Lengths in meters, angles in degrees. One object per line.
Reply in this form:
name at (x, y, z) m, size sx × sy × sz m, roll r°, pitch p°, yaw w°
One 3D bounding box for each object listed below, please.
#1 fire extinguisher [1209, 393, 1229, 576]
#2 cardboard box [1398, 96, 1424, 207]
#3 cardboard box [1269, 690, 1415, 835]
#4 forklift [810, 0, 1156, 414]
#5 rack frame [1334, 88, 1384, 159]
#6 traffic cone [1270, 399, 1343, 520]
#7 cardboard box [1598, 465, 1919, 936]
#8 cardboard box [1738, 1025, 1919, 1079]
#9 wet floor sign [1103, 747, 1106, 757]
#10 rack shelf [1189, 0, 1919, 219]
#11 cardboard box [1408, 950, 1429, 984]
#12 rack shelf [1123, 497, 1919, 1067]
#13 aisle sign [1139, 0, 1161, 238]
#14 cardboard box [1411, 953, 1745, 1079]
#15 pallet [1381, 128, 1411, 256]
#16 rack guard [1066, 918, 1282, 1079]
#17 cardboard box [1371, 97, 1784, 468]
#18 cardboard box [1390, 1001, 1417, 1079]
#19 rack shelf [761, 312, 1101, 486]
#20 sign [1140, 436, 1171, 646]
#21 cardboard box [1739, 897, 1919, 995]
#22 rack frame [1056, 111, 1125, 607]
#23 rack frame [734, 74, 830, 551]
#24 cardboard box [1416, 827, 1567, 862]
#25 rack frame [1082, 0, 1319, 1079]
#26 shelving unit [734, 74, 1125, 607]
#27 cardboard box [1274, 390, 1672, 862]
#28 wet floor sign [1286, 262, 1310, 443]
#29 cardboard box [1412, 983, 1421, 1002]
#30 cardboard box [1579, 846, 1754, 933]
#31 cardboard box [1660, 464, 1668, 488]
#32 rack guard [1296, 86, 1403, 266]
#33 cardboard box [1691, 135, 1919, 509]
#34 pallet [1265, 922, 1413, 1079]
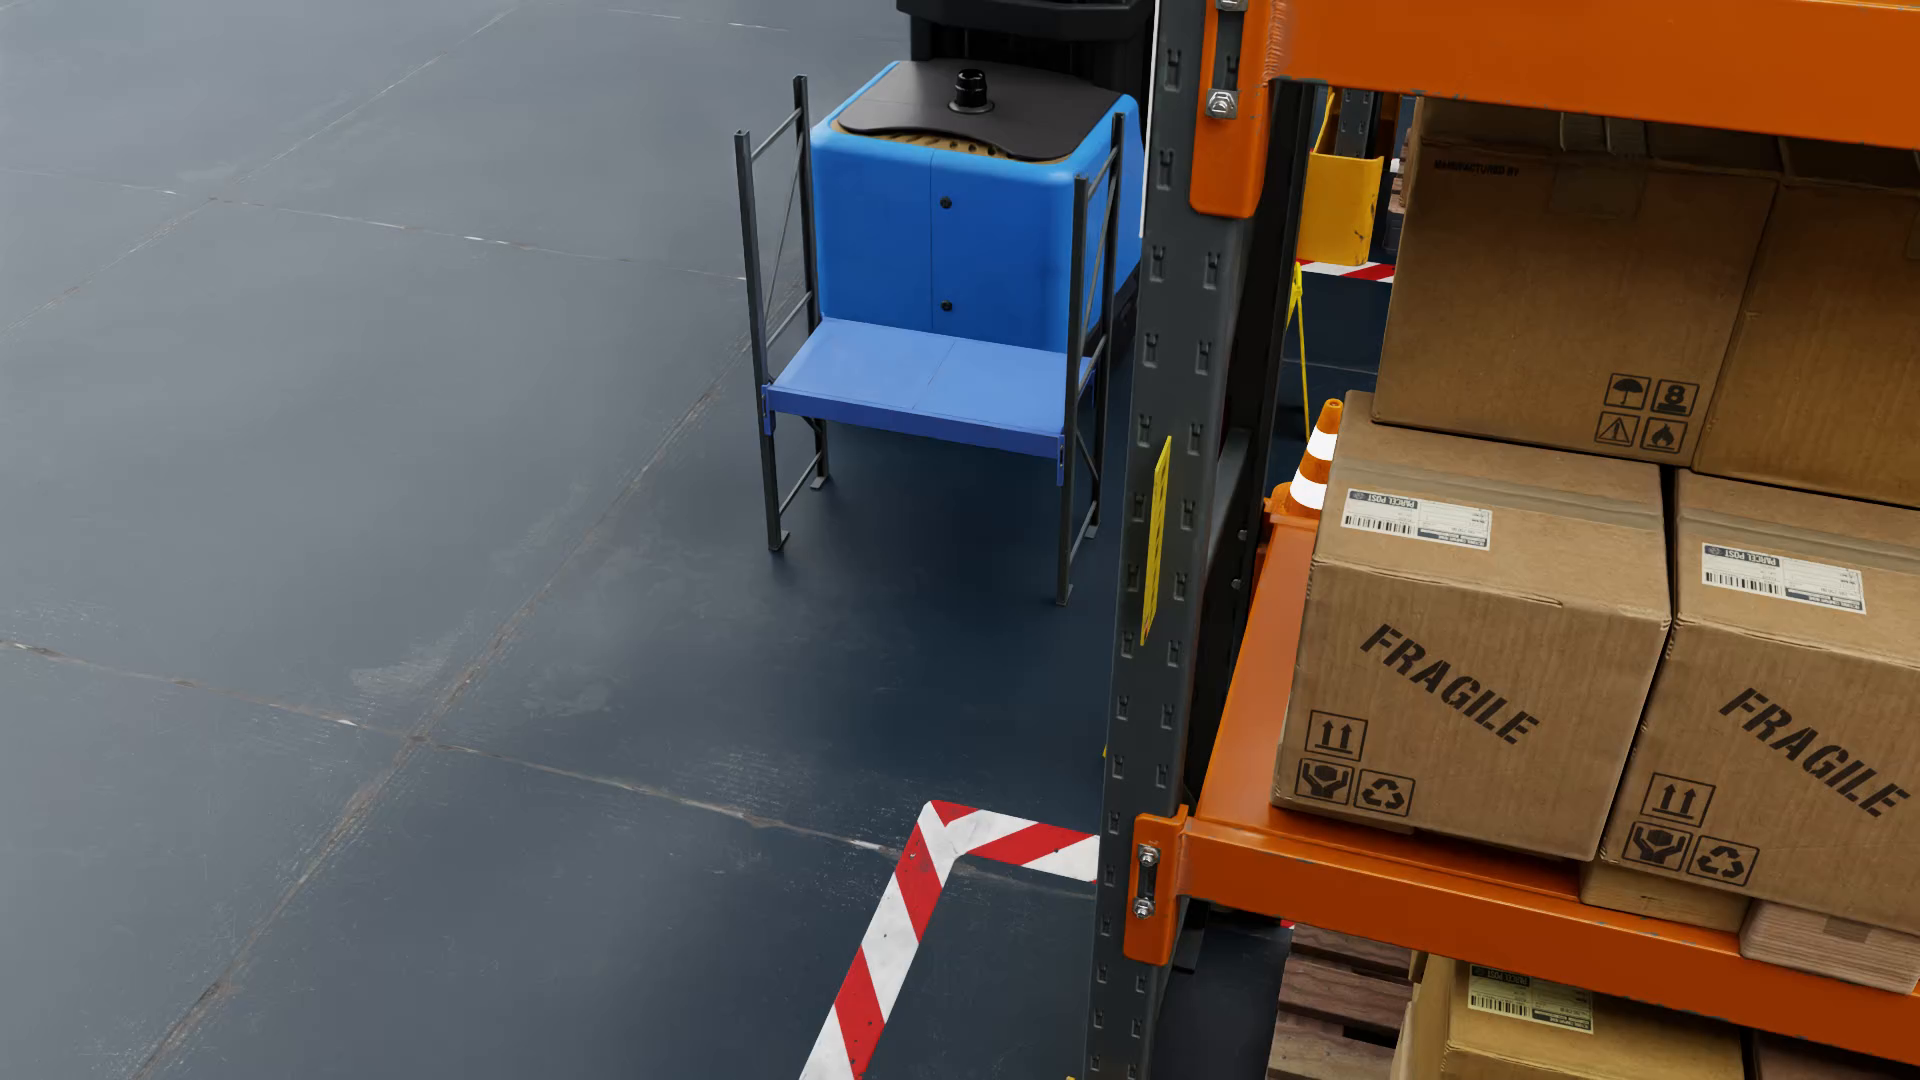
fire extinguisher at (0.483, -0.204, 3.562) m, size 0.183 × 0.674 × 0.296 m, roll 10°, pitch 38°, yaw 14°
cardboard box at (2.501, -2.004, 7.380) m, size 0.875 × 0.875 × 0.875 m, roll 11°, pitch 38°, yaw 14°
cardboard box at (0.717, 0.324, 2.991) m, size 0.250 × 0.149 × 0.380 m, roll 11°, pitch 38°, yaw 14°
forklift at (0.453, -2.475, 6.640) m, size 1.130 × 2.935 × 3.031 m, roll 13°, pitch 38°, yaw 17°
rack frame at (1.834, -2.773, 6.987) m, size 0.127 × 3.000 × 1.000 m, roll 10°, pitch 38°, yaw 14°
traffic cone at (1.256, -0.275, 5.733) m, size 0.334 × 0.463 × 0.336 m, roll 10°, pitch 38°, yaw 14°
cardboard box at (1.319, 0.216, 2.591) m, size 0.500 × 0.500 × 0.500 m, roll 12°, pitch 38°, yaw 15°
cardboard box at (1.665, 1.075, 3.092) m, size 0.500 × 0.500 × 0.500 m, roll 9°, pitch 37°, yaw 12°
wet floor sign at (0.592, 0.355, 4.724) m, size 0.232 × 0.644 × 0.267 m, roll 24°, pitch 43°, yaw 29°
rack shelf at (2.363, -0.519, 2.001) m, size 4.000 × 0.370 × 1.077 m, roll 10°, pitch 38°, yaw 14°
cardboard box at (1.297, 0.676, 3.634) m, size 0.500 × 0.500 × 0.500 m, roll 11°, pitch 38°, yaw 14°
rack shelf at (2.363, 0.689, 2.890) m, size 4.000 × 0.370 × 1.077 m, roll 10°, pitch 38°, yaw 14°
aisle sign at (0.303, -0.837, 2.163) m, size 0.004 × 0.787 × 0.394 m, roll 10°, pitch 38°, yaw 14°
cardboard box at (1.165, 0.985, 3.214) m, size 0.500 × 0.500 × 0.500 m, roll 9°, pitch 37°, yaw 12°
pallet at (2.620, -1.553, 7.682) m, size 1.213 × 0.211 × 1.003 m, roll 10°, pitch 38°, yaw 14°
rack guard at (0.527, 1.066, 3.880) m, size 0.348 × 0.500 × 1.175 m, roll 10°, pitch 38°, yaw 14°
cardboard box at (1.007, -0.550, 2.788) m, size 0.500 × 0.500 × 0.700 m, roll 10°, pitch 37°, yaw 13°
cardboard box at (1.142, 1.283, 3.442) m, size 0.500 × 0.250 × 0.500 m, roll 10°, pitch 38°, yaw 14°
rack shelf at (-0.081, -0.474, 5.433) m, size 1.000 × 0.185 × 0.538 m, roll 10°, pitch 38°, yaw 14°
sign at (0.293, 0.004, 2.484) m, size 0.005 × 0.325 × 0.100 m, roll 10°, pitch 38°, yaw 14°
cardboard box at (1.420, 0.524, 2.719) m, size 0.250 × 0.149 × 0.380 m, roll 11°, pitch 38°, yaw 15°
rack frame at (0.404, -0.529, 5.204) m, size 0.032 × 1.500 × 0.500 m, roll 10°, pitch 38°, yaw 14°
rack frame at (-0.567, -0.709, 5.448) m, size 0.032 × 1.500 × 0.500 m, roll 10°, pitch 38°, yaw 14°
cardboard box at (0.962, 0.361, 2.942) m, size 0.250 × 0.149 × 0.380 m, roll 11°, pitch 38°, yaw 15°
rack frame at (0.454, 0.046, 3.157) m, size 0.127 × 3.000 × 1.000 m, roll 10°, pitch 38°, yaw 14°
shelving unit at (-0.081, -0.619, 5.326) m, size 1.048 × 1.500 × 0.538 m, roll 10°, pitch 38°, yaw 14°
cardboard box at (0.824, 0.126, 2.713) m, size 0.500 × 0.500 × 0.500 m, roll 10°, pitch 38°, yaw 13°
wet floor sign at (1.216, -0.710, 6.170) m, size 0.232 × 0.644 × 0.267 m, roll 4°, pitch 37°, yaw 6°
cardboard box at (1.329, 0.979, 3.855) m, size 0.500 × 0.250 × 0.500 m, roll 10°, pitch 38°, yaw 14°
cardboard box at (1.191, 0.453, 2.815) m, size 0.250 × 0.149 × 0.380 m, roll 9°, pitch 37°, yaw 12°
cardboard box at (1.055, -0.174, 3.121) m, size 0.500 × 0.500 × 0.500 m, roll 10°, pitch 37°, yaw 13°
rack guard at (1.811, -1.770, 7.734) m, size 0.348 × 0.500 × 1.175 m, roll 10°, pitch 38°, yaw 14°
cardboard box at (1.488, -0.457, 2.661) m, size 0.500 × 0.500 × 0.700 m, roll 11°, pitch 38°, yaw 14°
pallet at (1.292, 1.346, 3.744) m, size 1.213 × 0.211 × 1.003 m, roll 10°, pitch 38°, yaw 14°
